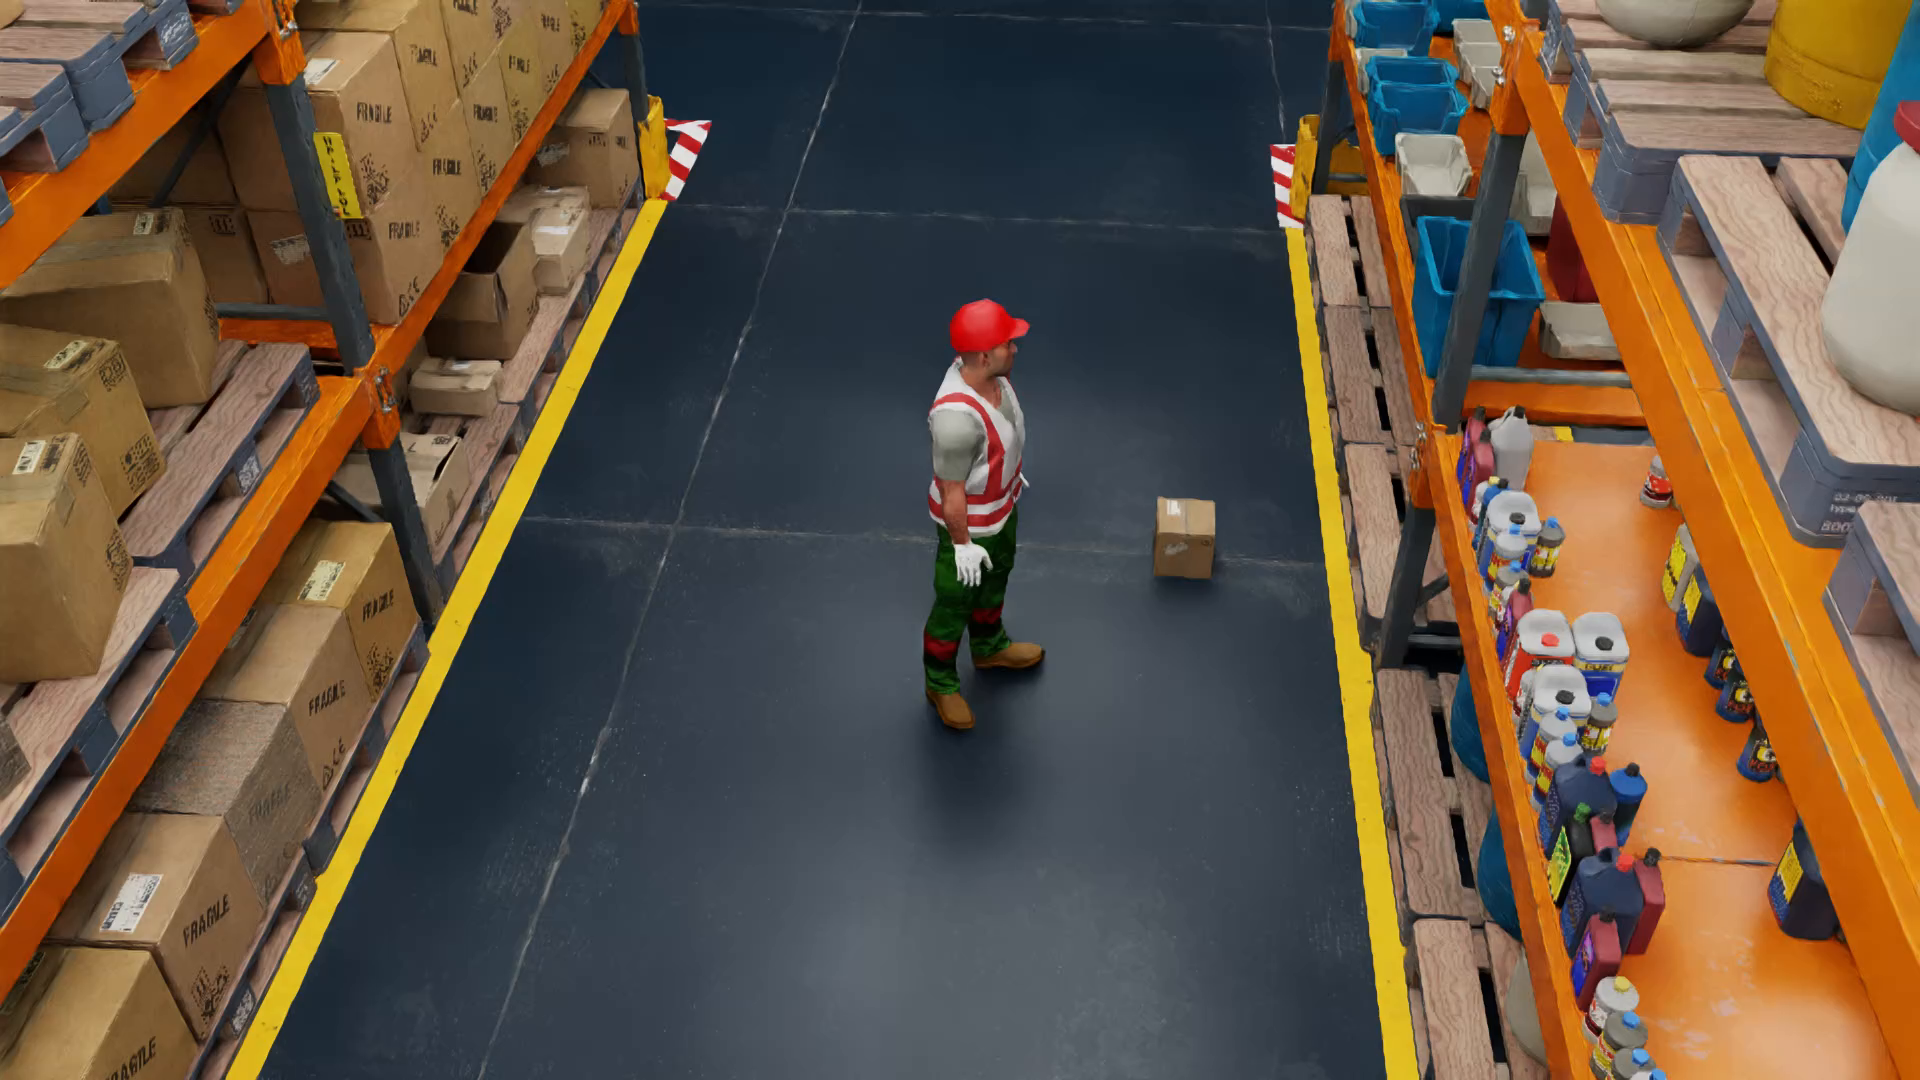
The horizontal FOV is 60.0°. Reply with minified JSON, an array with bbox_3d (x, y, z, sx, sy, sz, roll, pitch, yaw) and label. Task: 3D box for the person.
[{"bbox_3d":[0.093,-0.120,6.237,0.414,1.791,0.622,13,41,15],"label":"person"}]
